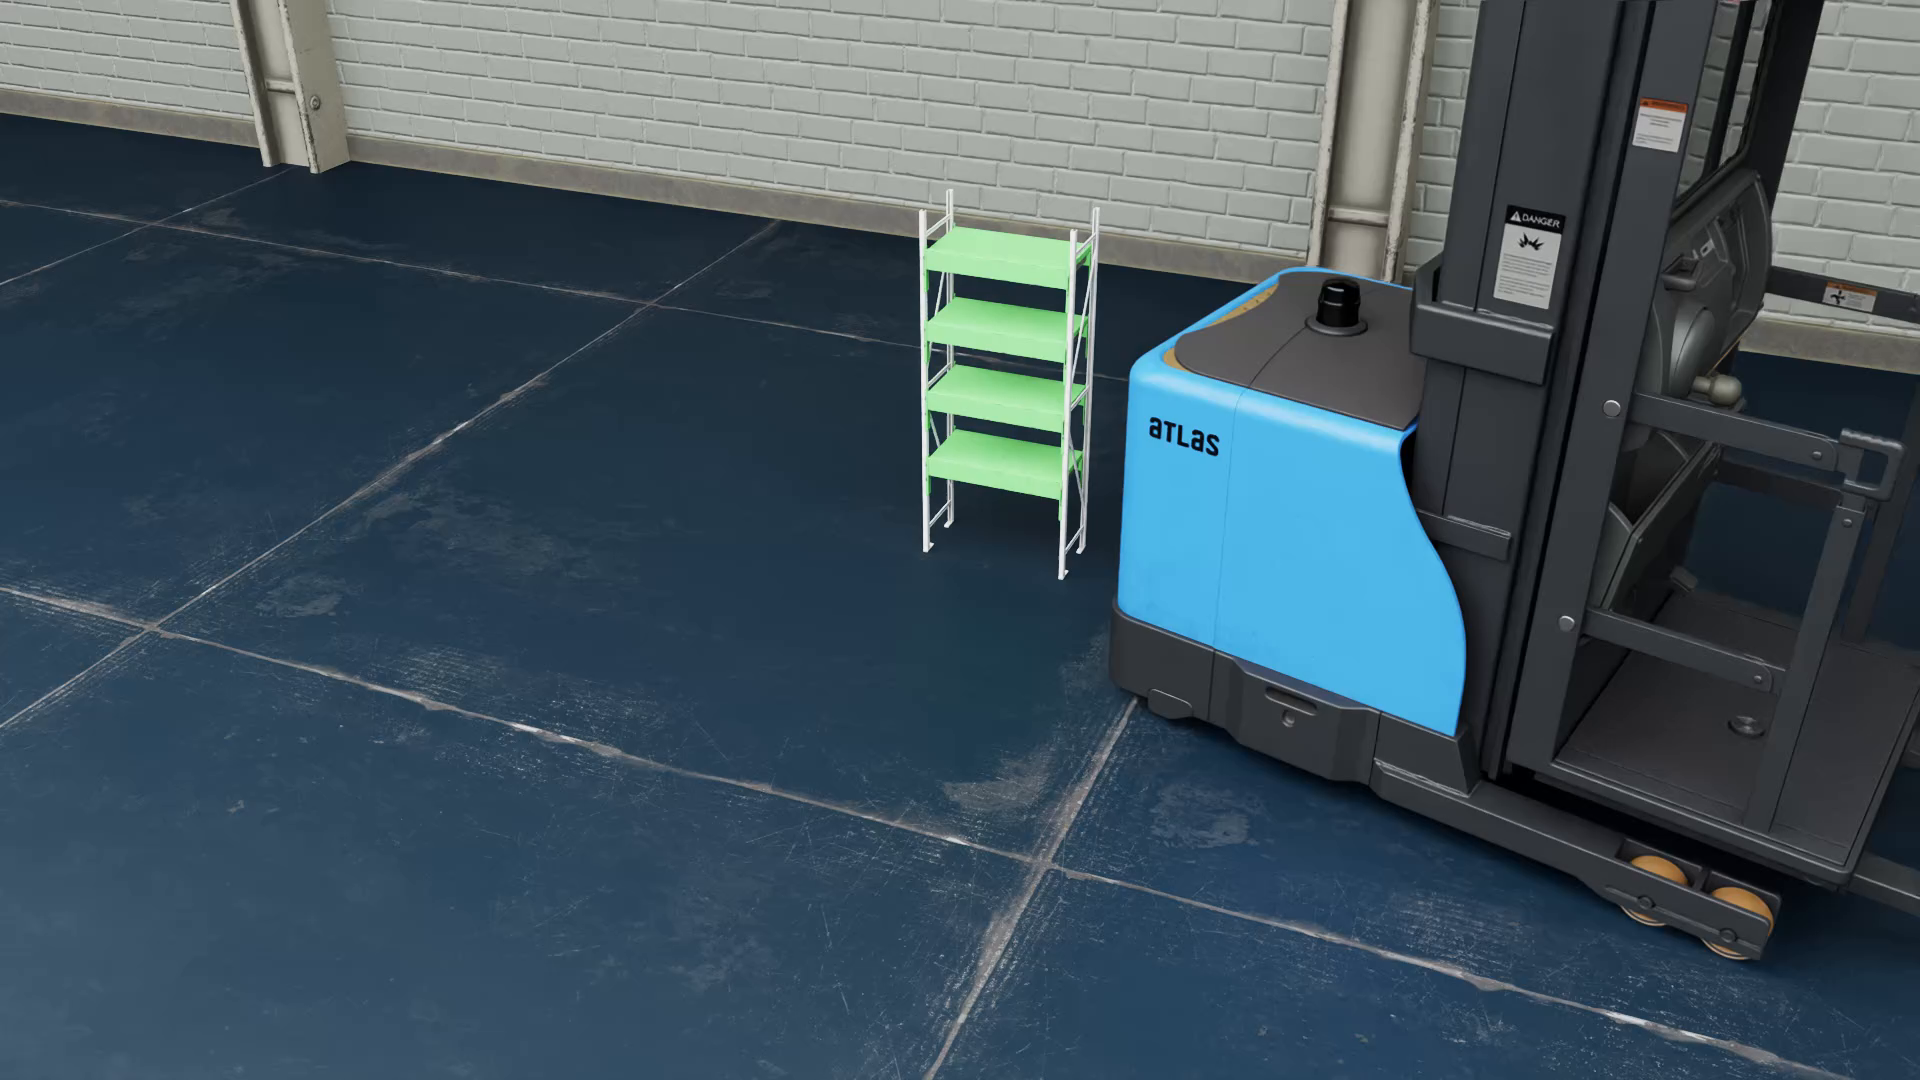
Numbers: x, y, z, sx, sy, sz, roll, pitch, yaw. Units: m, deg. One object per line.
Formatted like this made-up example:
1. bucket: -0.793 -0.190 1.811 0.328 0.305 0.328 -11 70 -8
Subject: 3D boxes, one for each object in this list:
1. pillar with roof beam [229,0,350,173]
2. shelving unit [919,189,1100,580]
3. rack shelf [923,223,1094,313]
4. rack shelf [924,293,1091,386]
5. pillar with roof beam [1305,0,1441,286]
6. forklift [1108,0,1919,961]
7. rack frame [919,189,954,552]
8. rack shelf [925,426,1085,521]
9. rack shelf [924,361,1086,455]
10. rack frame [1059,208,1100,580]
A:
1. pillar with roof beam: -5.384 -4.138 3.926 0.400 9.000 9.100 11 31 19
2. shelving unit: 0.153 -0.492 5.401 0.503 1.200 0.258 11 31 19
3. rack shelf: 0.153 -0.854 5.196 0.480 0.148 0.258 11 31 19
4. rack shelf: 0.153 -0.645 5.314 0.480 0.148 0.258 11 31 19
5. pillar with roof beam: 0.176 -3.028 1.963 0.400 9.000 9.100 11 31 19
6. forklift: 1.924 -0.572 3.784 3.031 2.935 1.130 20 35 31
7. rack frame: -0.073 -0.537 5.480 0.015 1.200 0.240 11 31 19
8. rack shelf: 0.153 -0.227 5.550 0.480 0.148 0.258 11 31 19
9. rack shelf: 0.153 -0.436 5.432 0.480 0.148 0.258 11 31 19
10. rack frame: 0.379 -0.447 5.321 0.015 1.200 0.240 11 31 19
